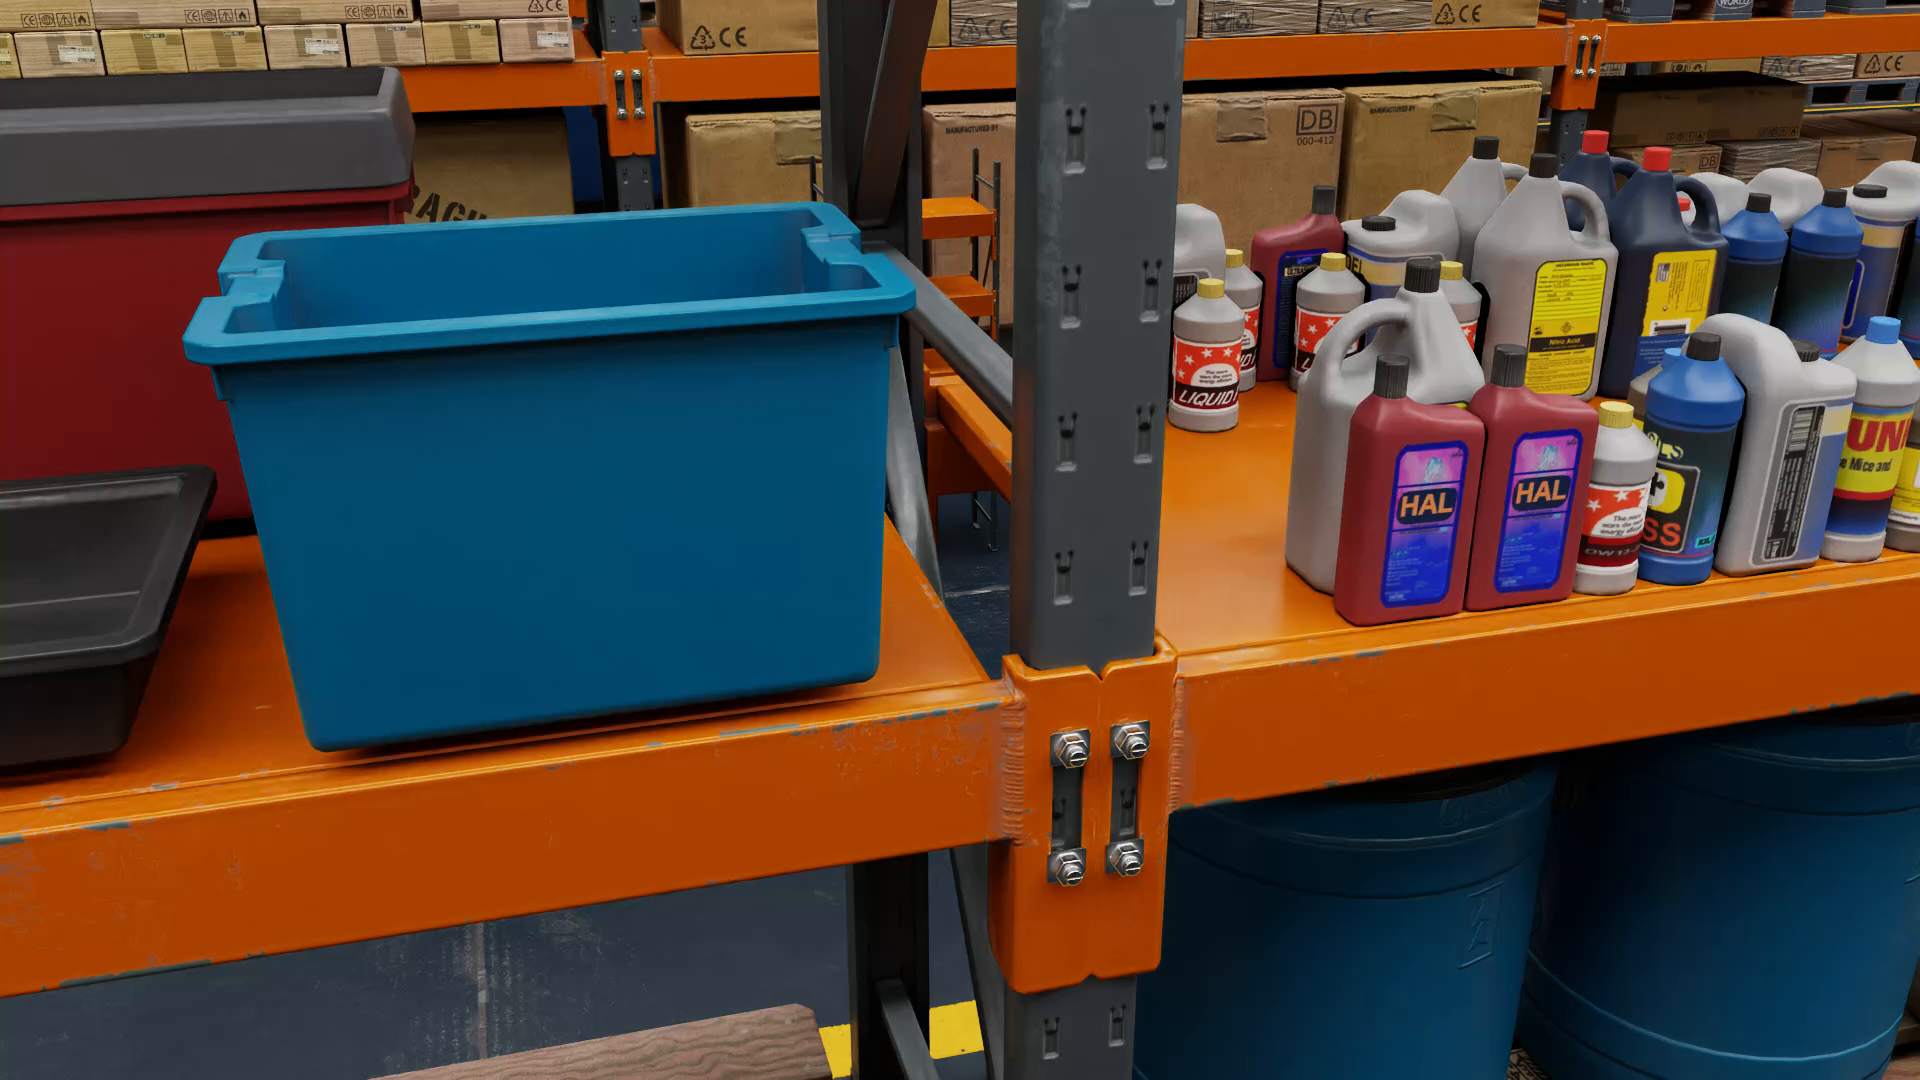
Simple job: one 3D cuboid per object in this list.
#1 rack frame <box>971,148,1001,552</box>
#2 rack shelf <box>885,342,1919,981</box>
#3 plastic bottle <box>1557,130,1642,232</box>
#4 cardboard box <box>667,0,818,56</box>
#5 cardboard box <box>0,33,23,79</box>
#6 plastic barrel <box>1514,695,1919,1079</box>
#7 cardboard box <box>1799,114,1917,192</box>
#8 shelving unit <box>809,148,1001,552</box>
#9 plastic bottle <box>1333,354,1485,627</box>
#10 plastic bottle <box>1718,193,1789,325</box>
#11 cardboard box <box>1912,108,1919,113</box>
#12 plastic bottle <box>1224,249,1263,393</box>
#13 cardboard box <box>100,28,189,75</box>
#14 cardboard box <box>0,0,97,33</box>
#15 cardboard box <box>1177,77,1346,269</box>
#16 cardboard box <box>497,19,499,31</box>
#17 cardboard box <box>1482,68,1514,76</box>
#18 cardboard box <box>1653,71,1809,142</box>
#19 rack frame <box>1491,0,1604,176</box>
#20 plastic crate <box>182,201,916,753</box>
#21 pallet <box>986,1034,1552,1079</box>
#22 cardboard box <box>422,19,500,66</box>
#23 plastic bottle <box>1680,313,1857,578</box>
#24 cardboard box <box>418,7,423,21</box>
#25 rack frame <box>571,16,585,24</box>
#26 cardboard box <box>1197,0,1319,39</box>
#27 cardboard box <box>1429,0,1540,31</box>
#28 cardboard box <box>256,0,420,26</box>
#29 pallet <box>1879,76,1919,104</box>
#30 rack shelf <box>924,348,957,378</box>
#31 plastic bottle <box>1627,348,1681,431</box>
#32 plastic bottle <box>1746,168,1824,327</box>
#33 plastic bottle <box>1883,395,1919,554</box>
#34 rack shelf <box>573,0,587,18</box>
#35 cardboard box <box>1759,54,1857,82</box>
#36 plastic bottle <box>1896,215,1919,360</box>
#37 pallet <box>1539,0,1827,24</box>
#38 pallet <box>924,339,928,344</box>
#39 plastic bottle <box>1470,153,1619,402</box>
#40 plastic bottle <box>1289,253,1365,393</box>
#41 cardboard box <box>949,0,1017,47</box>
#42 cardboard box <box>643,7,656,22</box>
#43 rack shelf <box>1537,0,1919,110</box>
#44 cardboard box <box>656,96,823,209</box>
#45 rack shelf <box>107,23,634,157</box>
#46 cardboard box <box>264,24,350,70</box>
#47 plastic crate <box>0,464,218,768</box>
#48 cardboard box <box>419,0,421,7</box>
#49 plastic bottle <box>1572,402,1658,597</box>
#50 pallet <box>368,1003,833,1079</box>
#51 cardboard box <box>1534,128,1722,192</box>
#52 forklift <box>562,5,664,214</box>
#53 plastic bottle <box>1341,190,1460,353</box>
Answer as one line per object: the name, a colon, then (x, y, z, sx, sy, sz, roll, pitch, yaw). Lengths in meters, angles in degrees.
rack frame: (0.076, -0.560, 5.033, 0.015, 1.200, 0.240, -6, 24, -14)
rack shelf: (1.924, -0.113, 2.622, 4.000, 0.370, 1.077, -6, 24, -14)
plastic bottle: (0.973, -0.450, 2.557, 0.185, 0.351, 0.144, -6, 24, -14)
cardboard box: (-0.829, -2.111, 6.240, 0.500, 0.500, 0.500, -6, 24, -14)
cardboard box: (-3.279, -1.647, 5.602, 0.250, 0.149, 0.380, -7, 24, -16)
plastic barrel: (1.208, 0.414, 2.611, 0.708, 0.901, 0.600, -6, 24, -14)
cardboard box: (4.226, -1.797, 8.245, 0.500, 0.500, 0.700, -4, 24, -10)
shelving unit: (-0.159, -0.534, 4.972, 0.503, 1.200, 0.258, -6, 24, -14)
plastic bottle: (0.466, -0.054, 1.720, 0.133, 0.283, 0.061, -6, 24, -14)
plastic bottle: (1.179, -0.384, 2.503, 0.097, 0.271, 0.097, 0, 23, 0)
cardboard box: (5.302, -1.916, 8.523, 0.500, 0.500, 0.700, -6, 24, -15)
plastic bottle: (0.395, -0.327, 2.460, 0.097, 0.201, 0.097, 0, 23, 0)
cardboard box: (-2.782, -1.702, 5.731, 0.250, 0.149, 0.380, -7, 24, -15)
cardboard box: (-3.172, -1.869, 5.615, 0.500, 0.250, 0.500, -7, 24, -15)
cardboard box: (0.981, -1.596, 7.328, 0.875, 0.875, 1.225, -6, 24, -14)
cardboard box: (-4.650, -4.863, 15.496, 0.875, 0.438, 0.875, -7, 24, -15)
cardboard box: (3.617, -3.815, 12.657, 0.750, 0.750, 1.050, -6, 24, -14)
cardboard box: (3.657, -2.078, 7.951, 0.500, 0.250, 0.500, -4, 23, -8)
rack frame: (2.512, -2.537, 7.359, 0.127, 3.000, 1.000, -6, 24, -14)
plastic crate: (-0.359, -0.072, 1.557, 0.575, 0.384, 0.392, -6, 24, -14)
pallet: (0.752, 0.984, 2.688, 1.213, 0.211, 1.003, -6, 24, -14)
cardboard box: (-1.793, -1.811, 5.986, 0.250, 0.149, 0.380, -6, 24, -13)
plastic bottle: (0.899, -0.117, 1.877, 0.135, 0.276, 0.152, -6, 24, -14)
cardboard box: (-2.221, -2.034, 6.505, 0.250, 0.149, 0.380, -6, 24, -13)
rack frame: (-2.582, -4.005, 10.780, 0.127, 3.000, 1.000, -6, 24, -14)
cardboard box: (1.123, -2.329, 6.747, 0.500, 0.500, 0.500, -7, 24, -16)
cardboard box: (2.103, -2.437, 6.998, 0.500, 0.500, 0.500, -6, 24, -13)
cardboard box: (-2.192, -1.976, 5.865, 0.500, 0.250, 0.500, -6, 24, -13)
pallet: (8.223, -3.887, 14.041, 1.213, 0.211, 1.003, -6, 24, -14)
rack shelf: (-0.159, -0.472, 4.999, 0.480, 0.148, 0.258, -6, 24, -14)
plastic bottle: (0.847, -0.129, 1.997, 0.097, 0.201, 0.097, 0, 23, 0)
plastic bottle: (1.257, -0.445, 2.641, 0.135, 0.276, 0.152, -6, 24, -14)
plastic bottle: (1.112, -0.095, 1.920, 0.097, 0.201, 0.097, 0, 23, 0)
rack shelf: (-0.657, -3.888, 11.418, 4.000, 0.370, 1.077, -6, 24, -14)
cardboard box: (6.612, -4.212, 13.423, 0.875, 0.875, 0.875, -6, 24, -14)
plastic bottle: (1.532, -0.423, 2.594, 0.097, 0.271, 0.097, 0, 23, 0)
pallet: (3.169, -2.565, 7.668, 1.003, 0.211, 1.213, -6, 24, -14)
pallet: (-0.617, -0.941, 7.174, 1.213, 0.211, 1.003, -6, 24, -14)
plastic bottle: (0.834, -0.376, 2.384, 0.185, 0.351, 0.144, -6, 24, -14)
plastic bottle: (0.539, -0.318, 2.439, 0.097, 0.201, 0.097, 0, 23, 0)
cardboard box: (0.136, -2.218, 6.489, 0.500, 0.500, 0.500, -7, 24, -16)
cardboard box: (-1.799, -3.372, 10.992, 0.500, 0.250, 0.500, -7, 24, -17)
rack shelf: (4.437, -2.420, 7.998, 4.000, 0.370, 1.077, -6, 24, -14)
cardboard box: (-0.729, -1.404, 6.879, 0.875, 0.875, 1.225, -6, 24, -14)
rack shelf: (-3.265, -1.568, 6.012, 4.000, 0.370, 1.077, -6, 24, -14)
cardboard box: (-2.287, -1.757, 5.859, 0.250, 0.149, 0.380, -6, 24, -13)
plastic crate: (-1.007, 0.089, 1.511, 0.590, 0.125, 0.437, -6, 24, -14)
cardboard box: (-1.863, -2.228, 6.452, 0.500, 0.250, 0.500, -7, 24, -15)
plastic bottle: (0.701, -0.050, 1.814, 0.097, 0.201, 0.097, 0, 23, 0)
pallet: (-0.699, 1.144, 2.317, 1.213, 0.211, 1.003, -6, 24, -14)
cardboard box: (3.151, -1.670, 7.949, 0.500, 0.500, 0.700, -8, 24, -17)
forklift: (-0.828, -3.145, 8.864, 3.031, 2.935, 1.130, -7, 24, -15)
plastic bottle: (0.642, -0.377, 2.483, 0.135, 0.276, 0.152, -6, 24, -14)
